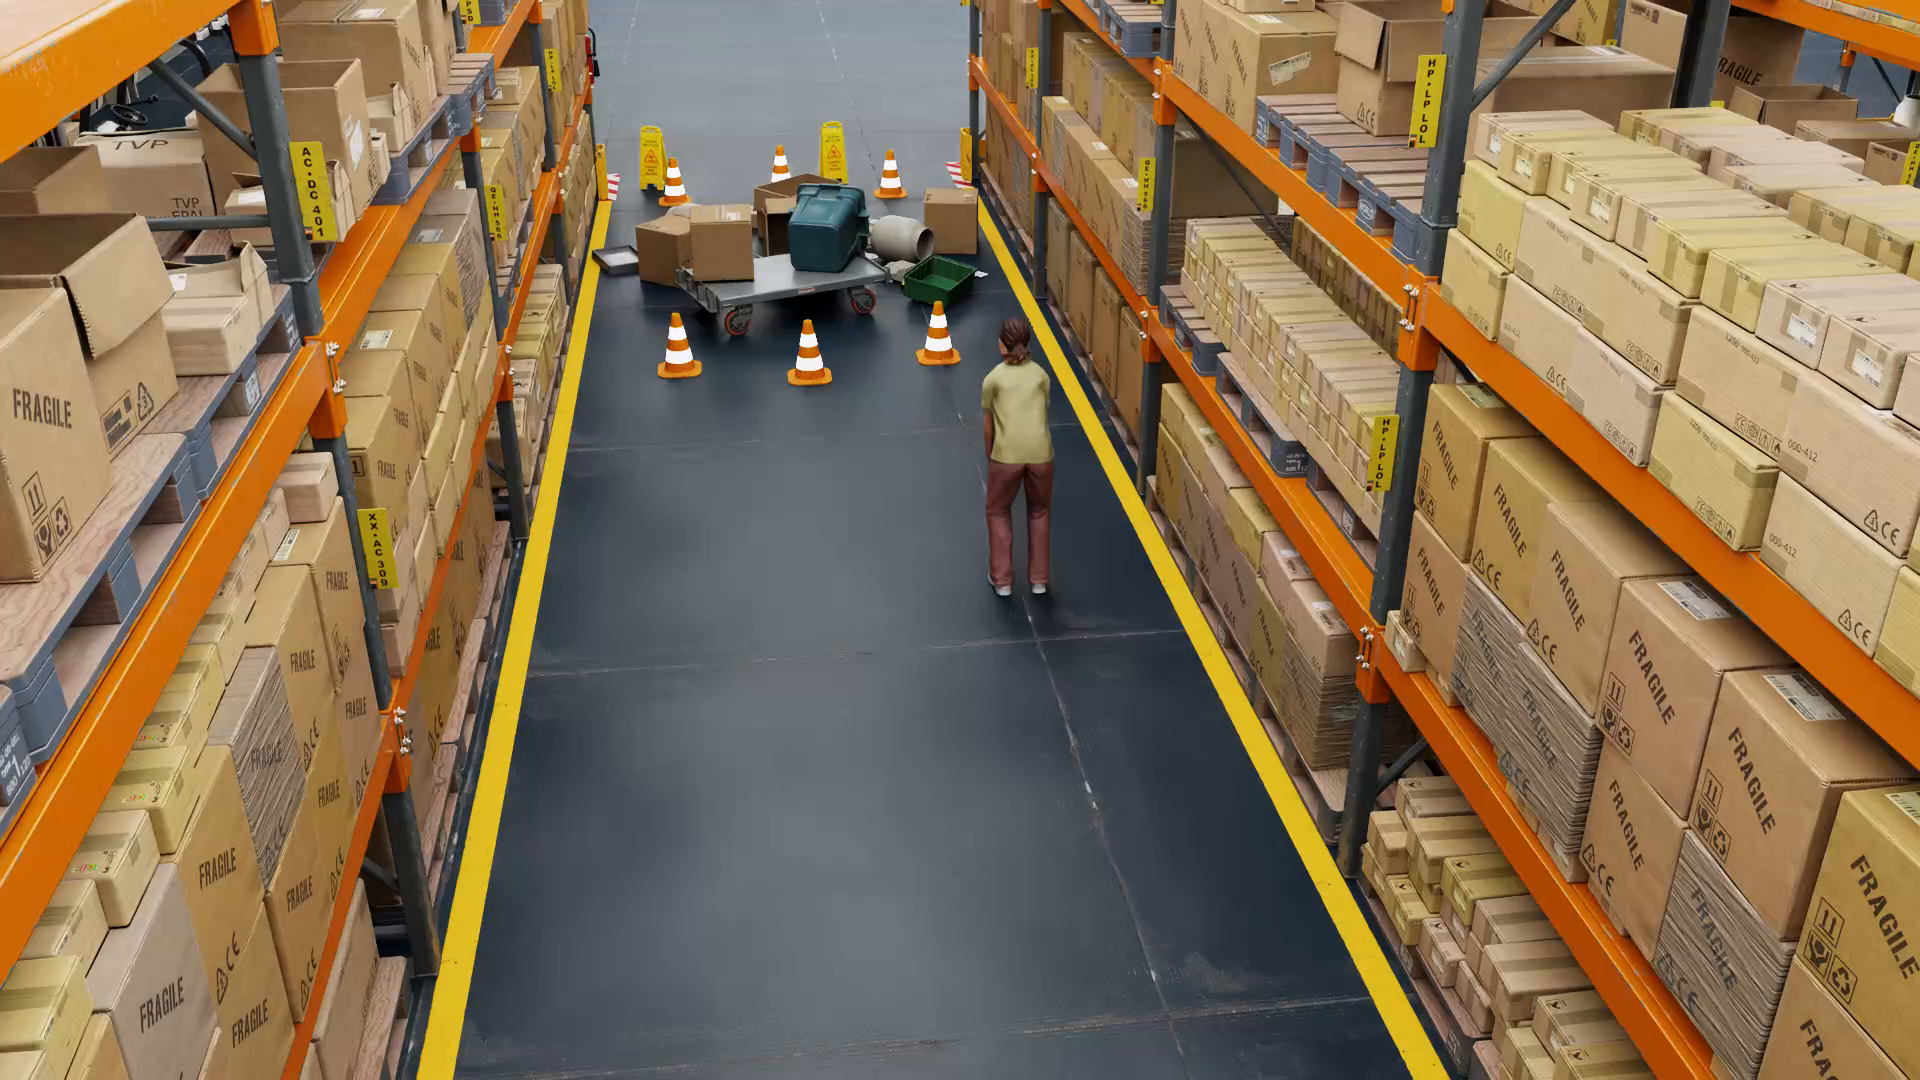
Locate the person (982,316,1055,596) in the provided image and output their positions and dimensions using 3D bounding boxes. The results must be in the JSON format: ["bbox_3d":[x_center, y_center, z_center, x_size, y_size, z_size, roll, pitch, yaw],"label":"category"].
[{"bbox_3d":[0.326,-0.486,9.628,0.404,1.623,0.538,-4,28,-8],"label":"person"}]
